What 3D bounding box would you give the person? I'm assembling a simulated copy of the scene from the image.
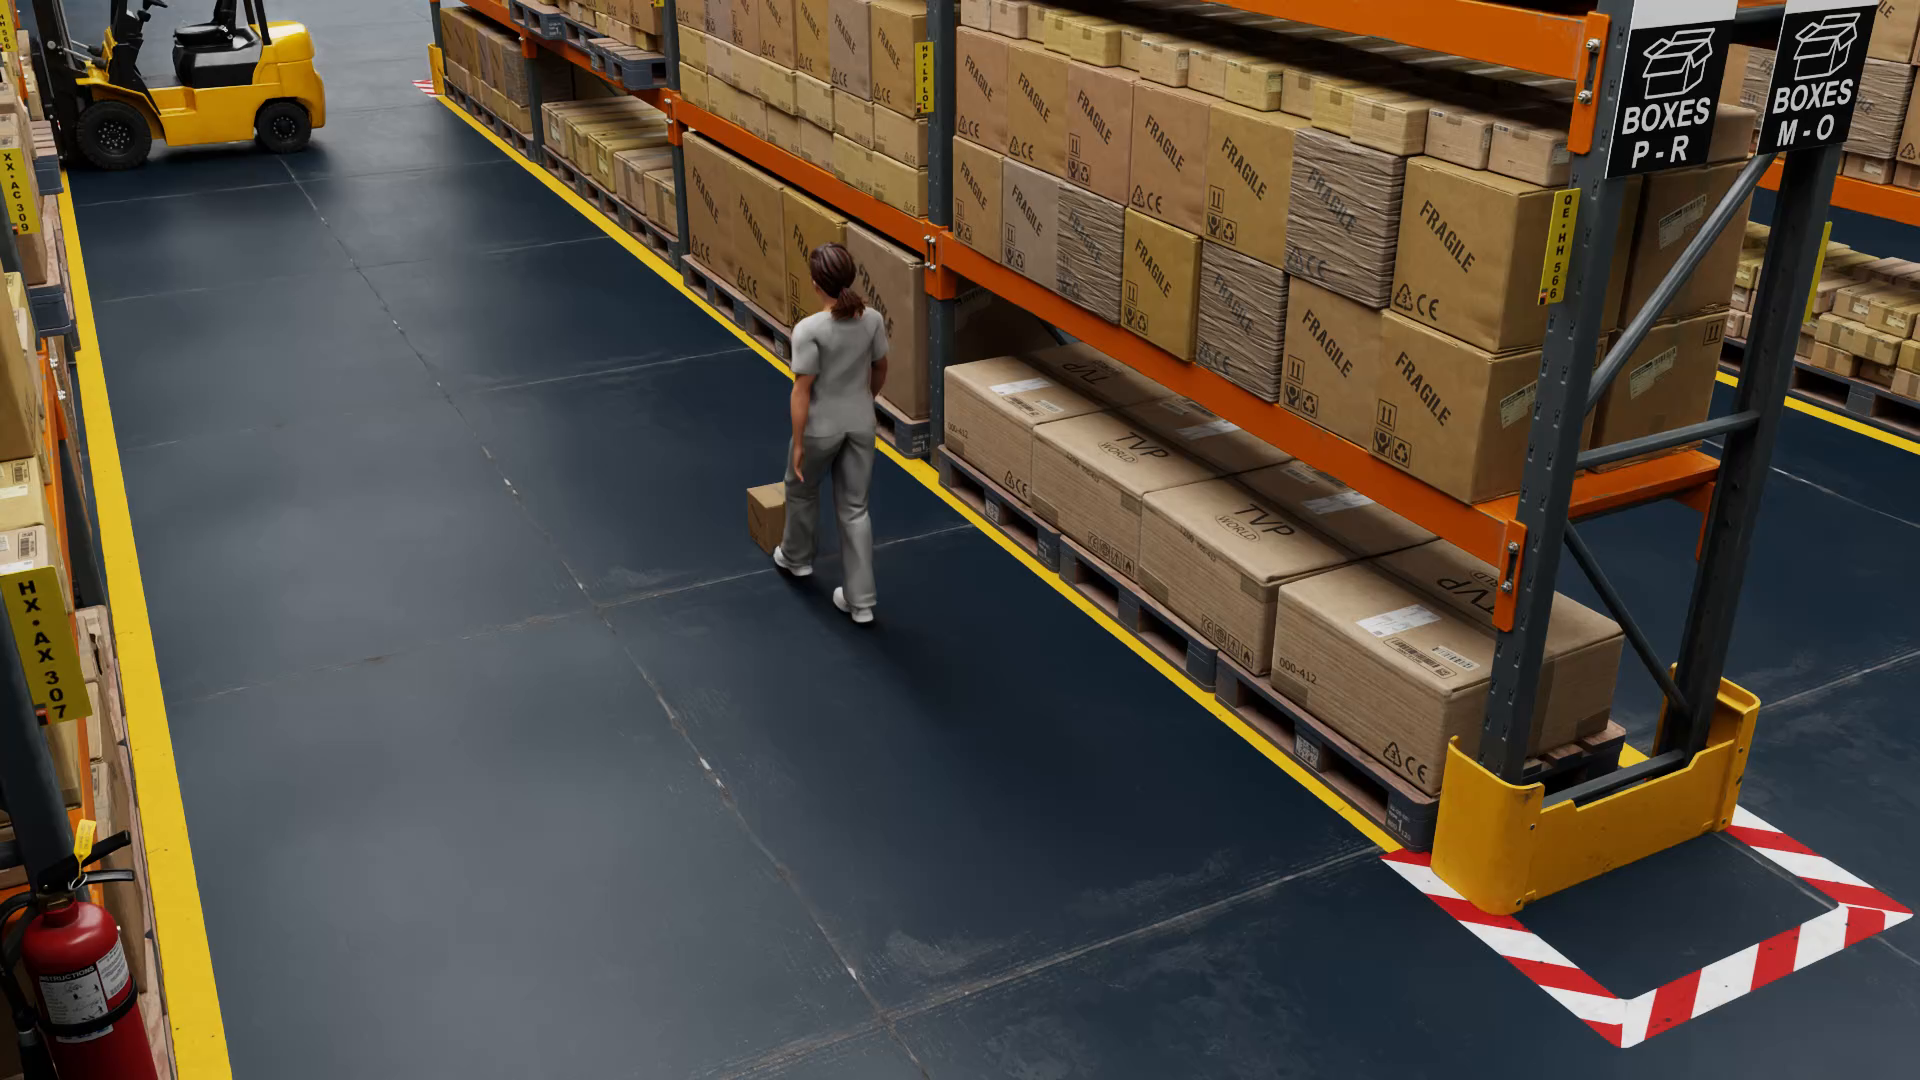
[{"bbox_3d":[-0.577,-0.522,7.180,0.493,1.649,0.798,-11,28,-21],"label":"person"}]
